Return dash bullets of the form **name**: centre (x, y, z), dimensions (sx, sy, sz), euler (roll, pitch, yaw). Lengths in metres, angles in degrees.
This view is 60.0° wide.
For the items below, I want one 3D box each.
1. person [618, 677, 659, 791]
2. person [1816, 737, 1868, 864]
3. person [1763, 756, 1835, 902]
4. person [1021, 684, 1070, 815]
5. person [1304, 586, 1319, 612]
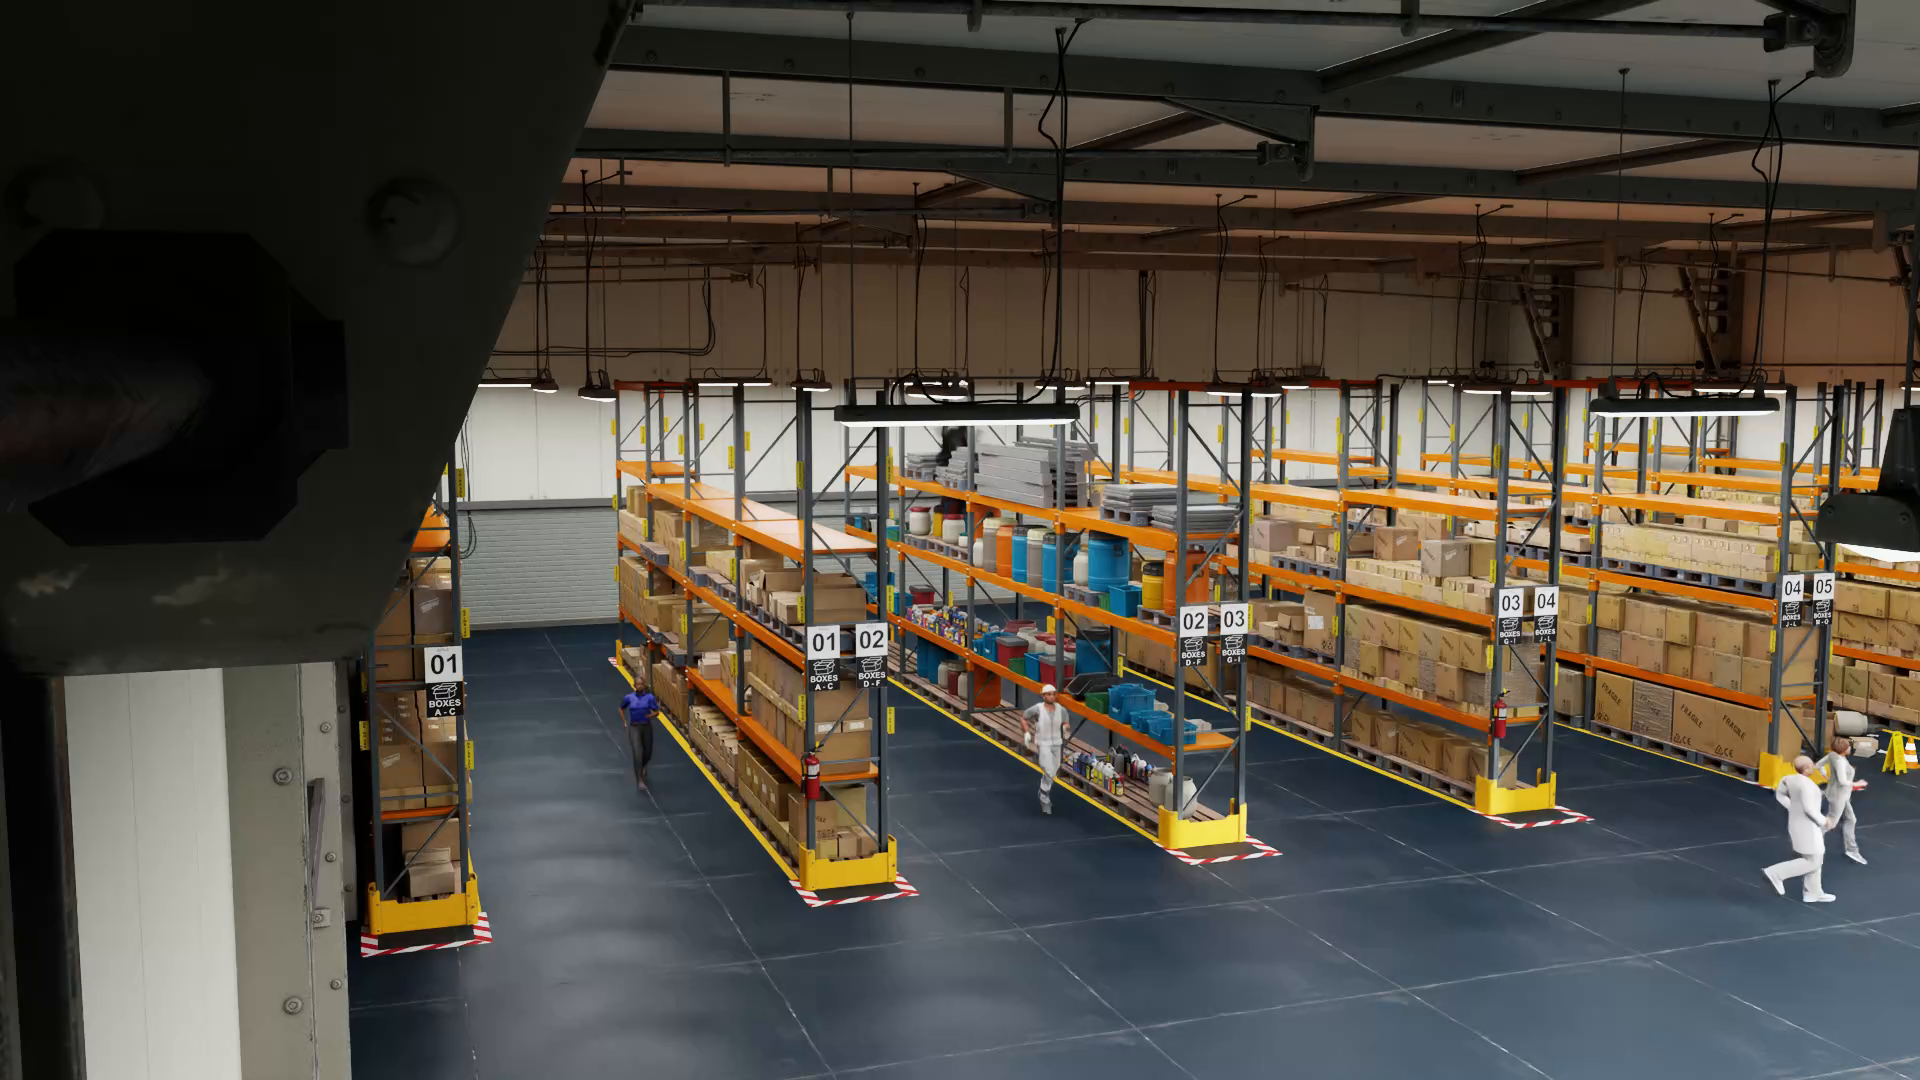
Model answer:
- **person**: centre (-4.808, 2.861, 24.983), dimensions (0.583, 1.633, 0.924), euler (-2, 6, -19)
- **person**: centre (11.137, 3.302, 21.153), dimensions (0.800, 1.631, 0.545), euler (2, 6, 20)
- **person**: centre (9.876, 3.395, 19.527), dimensions (0.865, 1.745, 0.726), euler (0, 6, 2)
- **person**: centre (1.250, 2.955, 23.562), dimensions (0.643, 1.839, 0.762), euler (-3, 7, -24)
- **person**: centre (7.481, 1.788, 35.161), dimensions (0.581, 1.713, 0.853), euler (-2, 6, -20)
